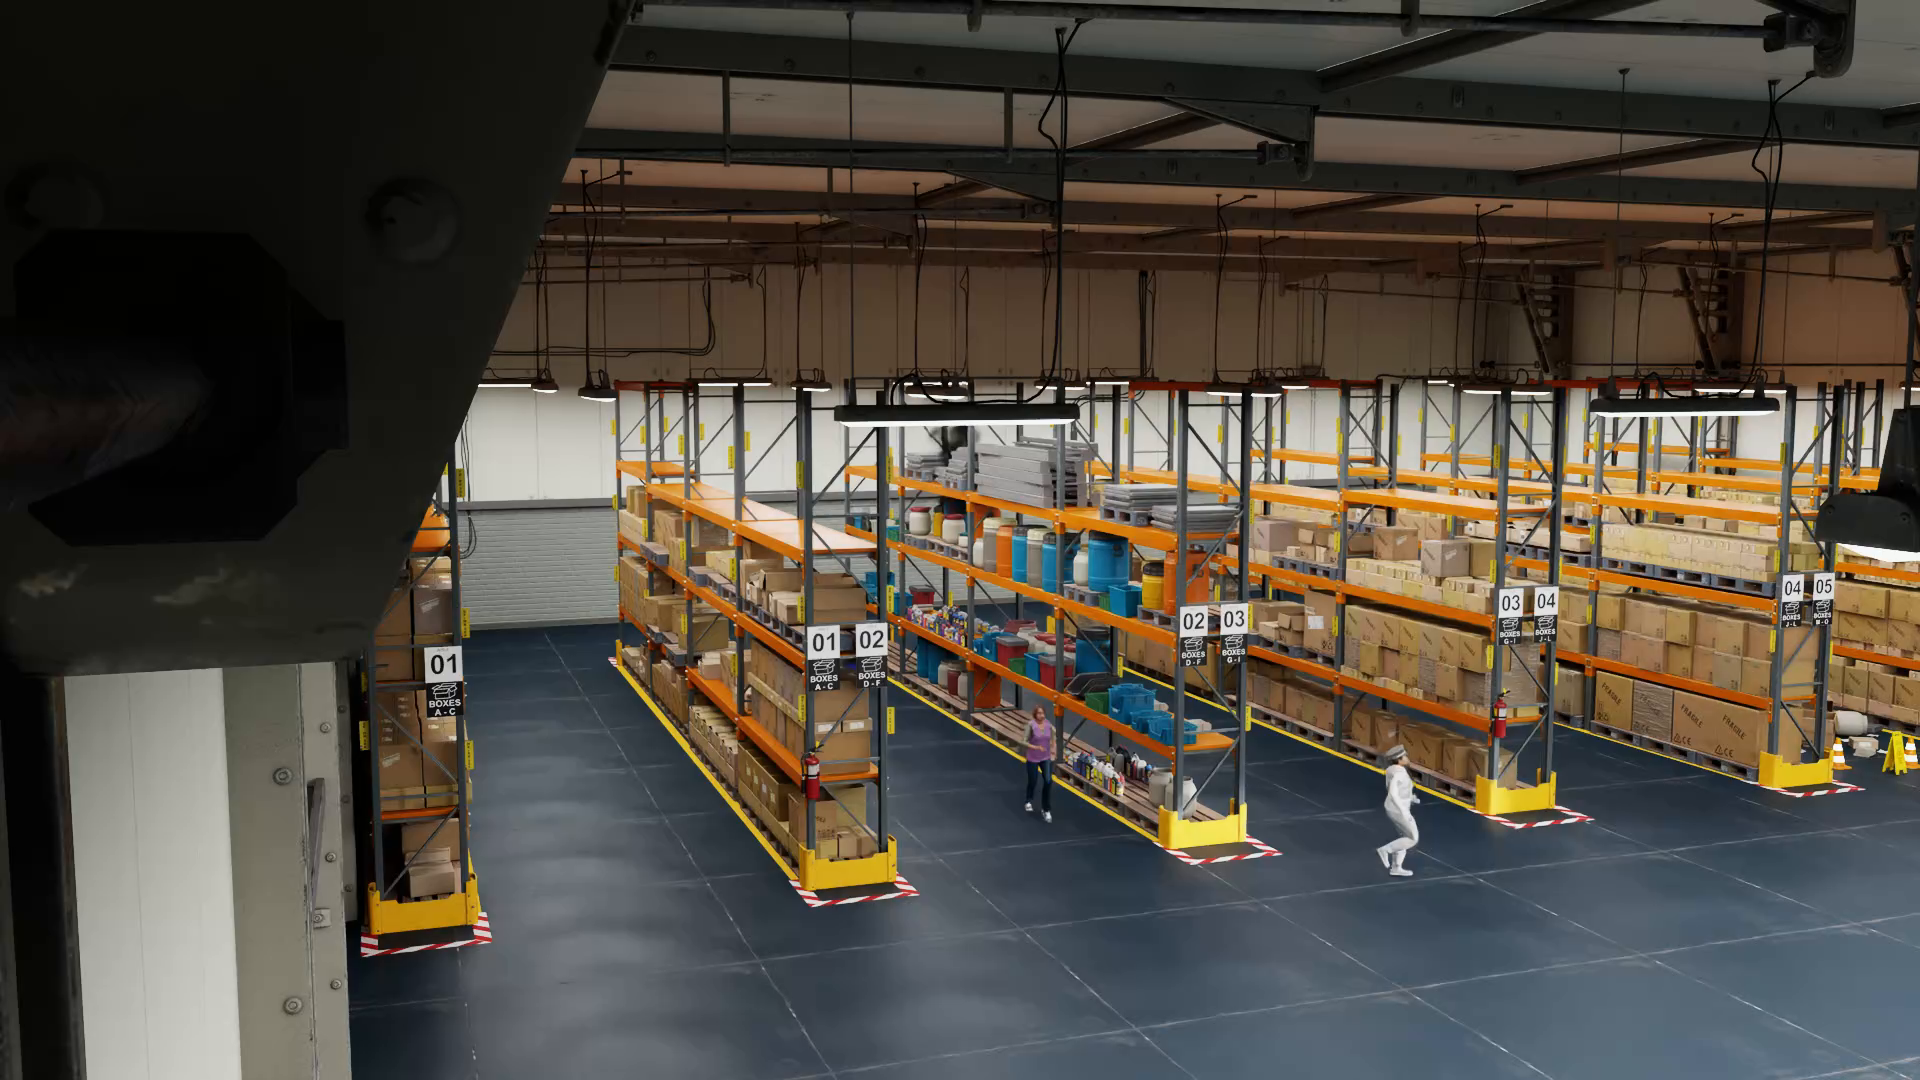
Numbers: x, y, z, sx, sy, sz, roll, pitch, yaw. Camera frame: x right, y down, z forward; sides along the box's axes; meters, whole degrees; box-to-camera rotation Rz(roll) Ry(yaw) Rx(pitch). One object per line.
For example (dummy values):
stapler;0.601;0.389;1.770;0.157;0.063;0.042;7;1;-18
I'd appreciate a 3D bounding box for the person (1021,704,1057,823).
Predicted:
person;1.102;3.114;23.170;0.558;1.637;0.709;-2;6;-17

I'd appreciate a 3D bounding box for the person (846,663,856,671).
person;-1.843;2.464;29.038;0.598;1.675;0.723;-2;6;-15

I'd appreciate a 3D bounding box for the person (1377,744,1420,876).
person;5.418;3.340;20.555;0.557;1.650;0.625;0;6;-2
